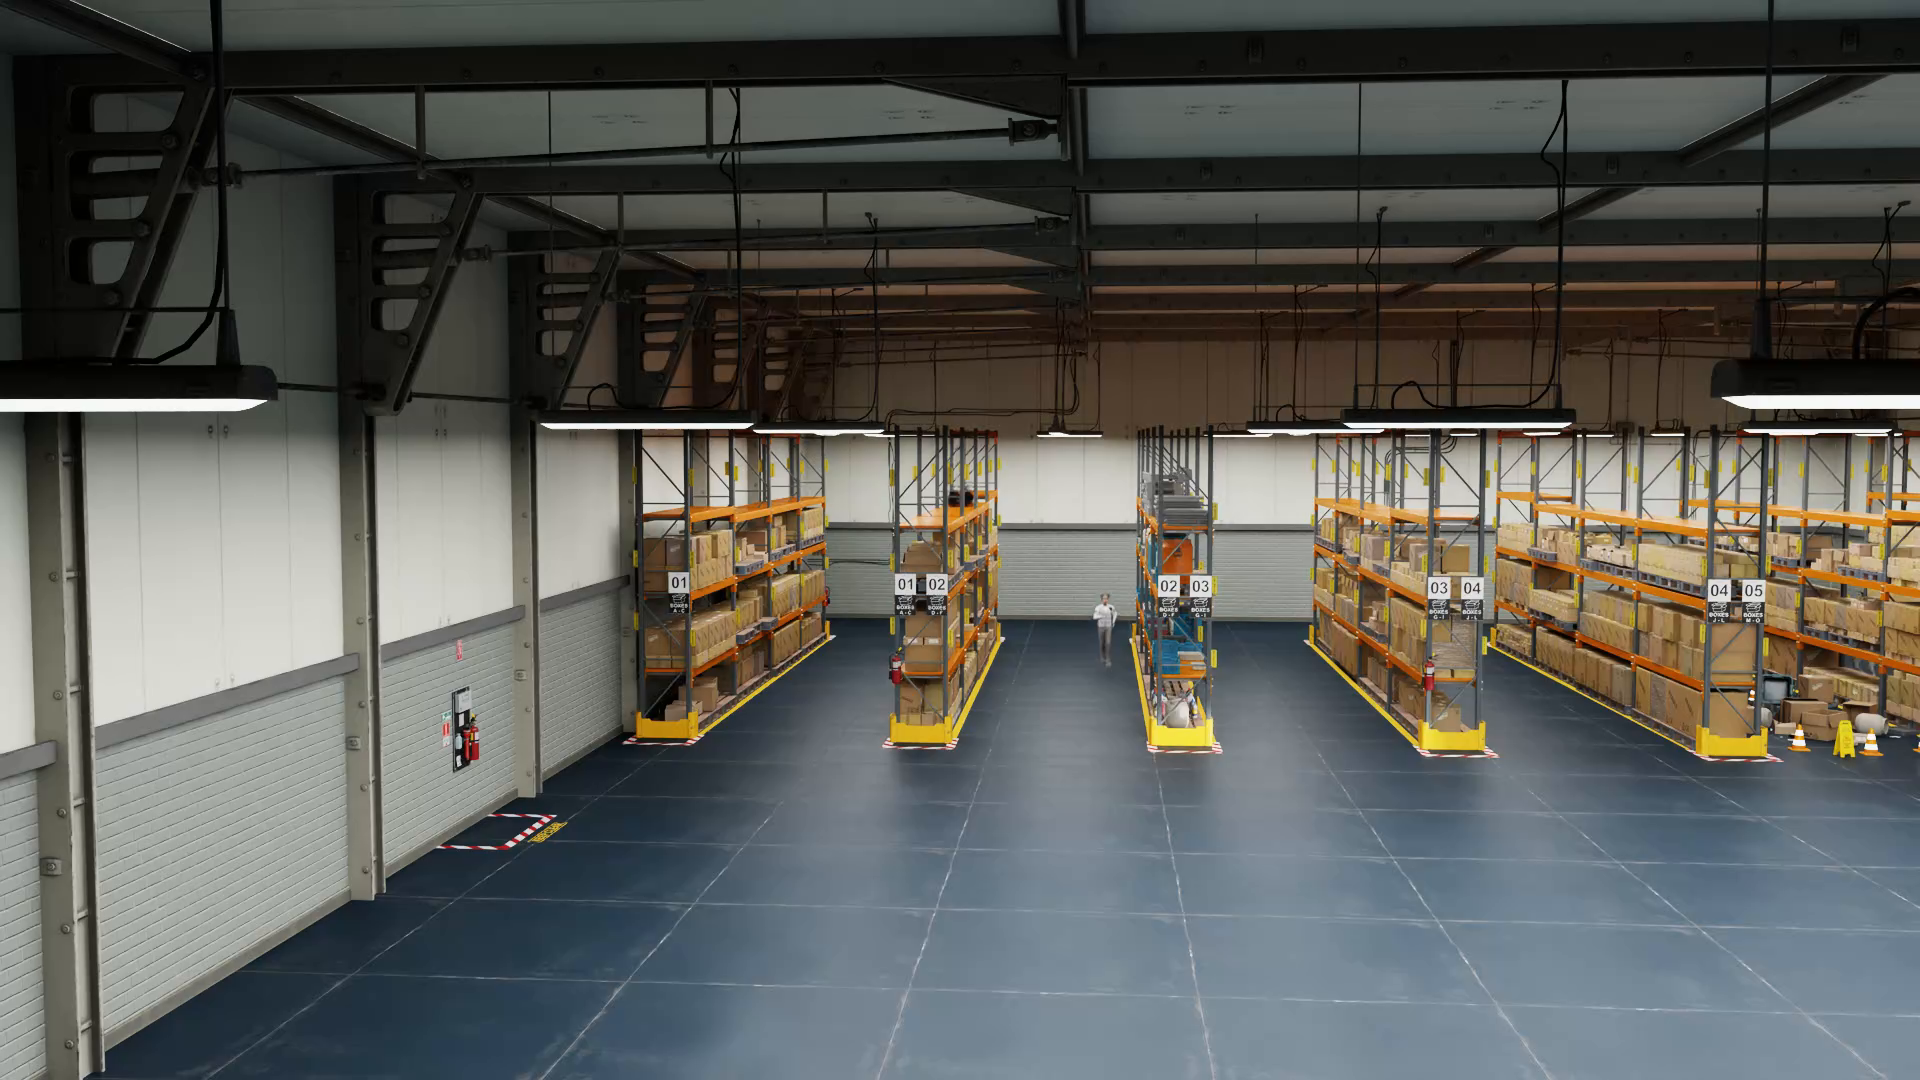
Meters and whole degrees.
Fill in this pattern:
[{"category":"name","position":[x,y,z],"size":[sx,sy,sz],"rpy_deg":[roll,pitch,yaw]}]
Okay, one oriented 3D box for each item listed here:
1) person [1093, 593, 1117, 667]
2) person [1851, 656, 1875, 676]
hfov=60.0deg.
[{"category":"person","position":[3.558,2.183,40.703],"size":[0.596,1.769,0.703],"rpy_deg":[0,3,2]},{"category":"person","position":[21.509,2.452,39.563],"size":[0.641,1.820,0.740],"rpy_deg":[0,3,-1]}]
